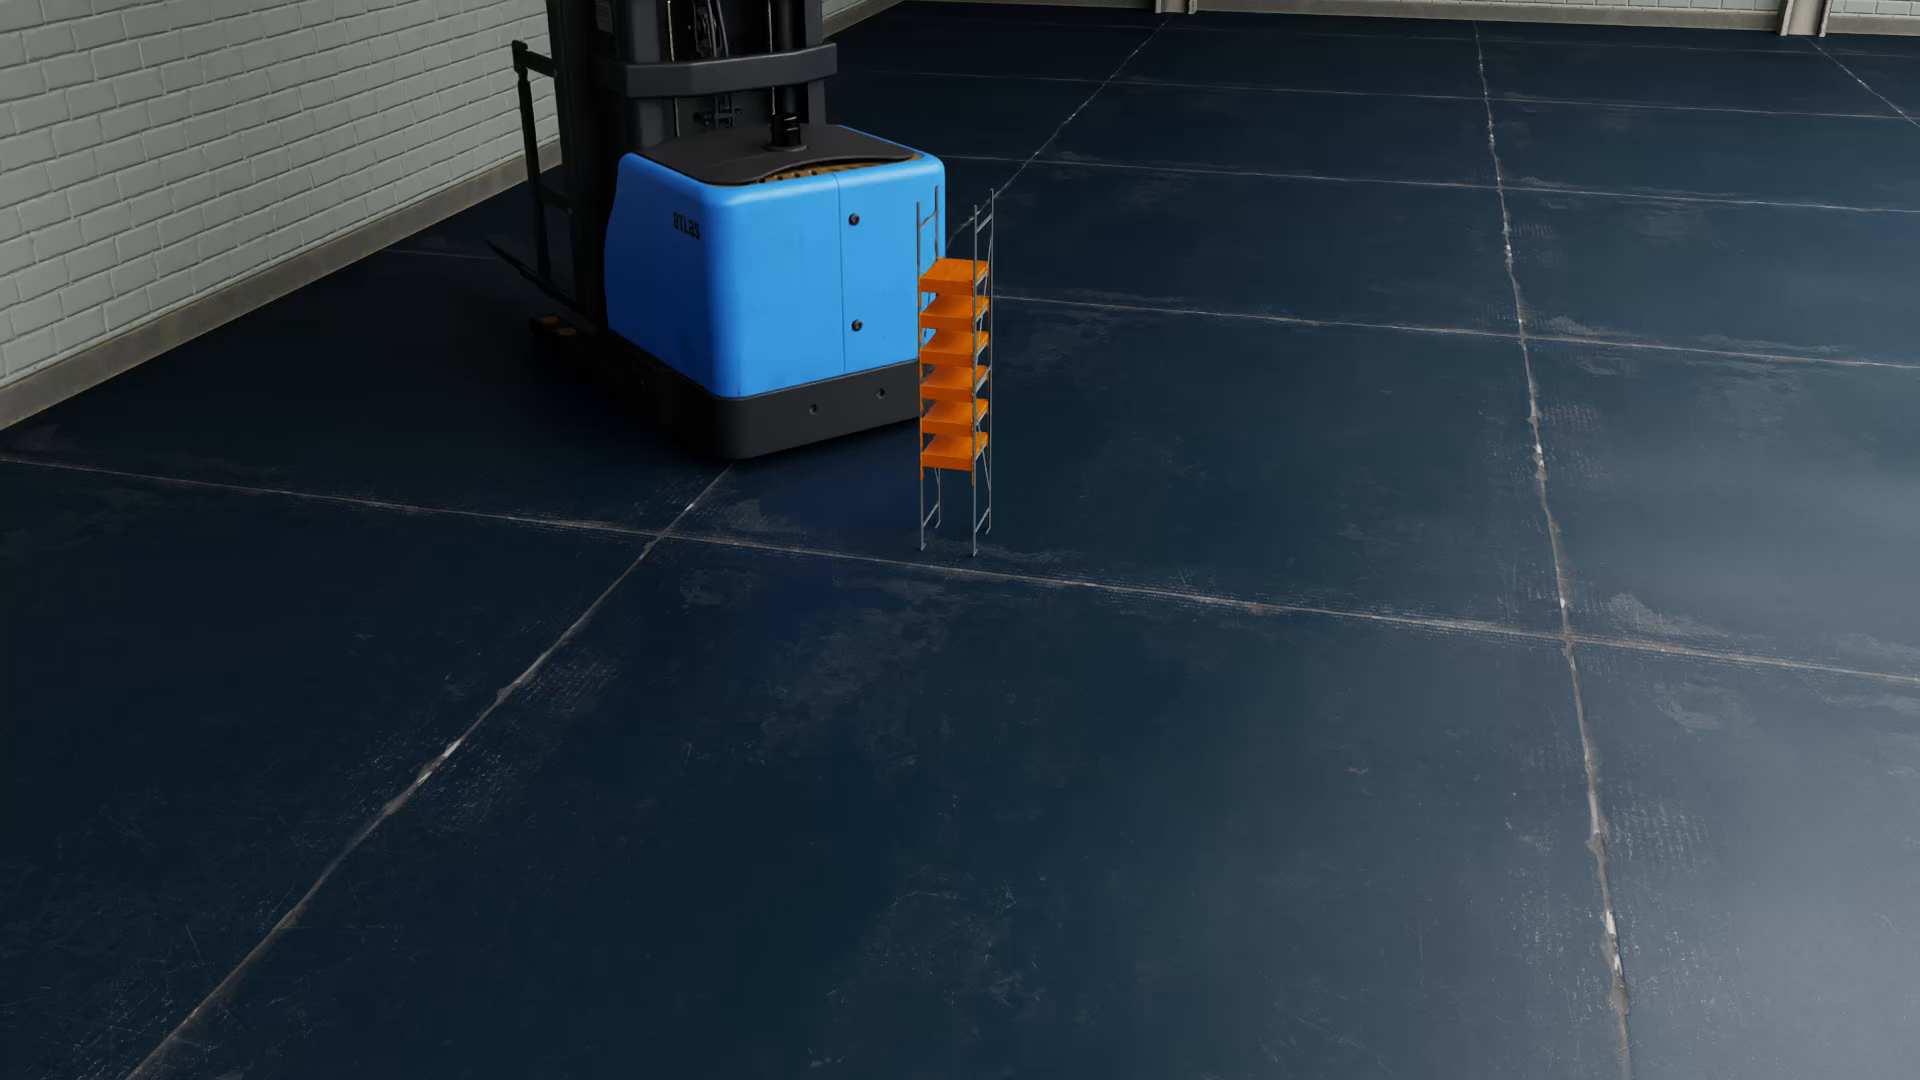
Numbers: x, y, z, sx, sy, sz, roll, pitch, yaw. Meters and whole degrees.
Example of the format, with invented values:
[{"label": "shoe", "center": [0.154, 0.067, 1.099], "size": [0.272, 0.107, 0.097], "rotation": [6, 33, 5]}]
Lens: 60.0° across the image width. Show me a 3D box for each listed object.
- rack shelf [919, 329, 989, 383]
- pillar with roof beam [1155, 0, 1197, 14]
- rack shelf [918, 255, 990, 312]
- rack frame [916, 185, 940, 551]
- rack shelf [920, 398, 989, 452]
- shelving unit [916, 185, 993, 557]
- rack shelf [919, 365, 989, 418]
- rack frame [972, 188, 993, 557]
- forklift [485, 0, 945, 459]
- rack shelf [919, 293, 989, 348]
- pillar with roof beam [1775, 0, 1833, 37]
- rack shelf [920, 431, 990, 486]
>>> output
[{"label": "rack shelf", "center": [-0.014, -0.612, 5.463], "size": [0.180, 0.103, 0.258], "rotation": [6, 26, 13]}, {"label": "pillar with roof beam", "center": [1.175, -7.775, 11.613], "size": [0.400, 9.000, 9.100], "rotation": [6, 26, 13]}, {"label": "rack shelf", "center": [-0.014, -0.828, 5.360], "size": [0.180, 0.103, 0.258], "rotation": [6, 26, 13]}, {"label": "rack frame", "center": [-0.103, -0.553, 5.516], "size": [0.006, 1.200, 0.240], "rotation": [6, 26, 13]}, {"label": "rack shelf", "center": [-0.014, -0.395, 5.566], "size": [0.180, 0.103, 0.258], "rotation": [6, 26, 13]}, {"label": "shelving unit", "center": [-0.014, -0.543, 5.495], "size": [0.189, 1.200, 0.258], "rotation": [6, 26, 13]}, {"label": "rack shelf", "center": [-0.014, -0.503, 5.514], "size": [0.180, 0.103, 0.258], "rotation": [6, 26, 13]}, {"label": "rack frame", "center": [0.075, -0.533, 5.475], "size": [0.006, 1.200, 0.240], "rotation": [6, 26, 13]}, {"label": "forklift", "center": [-1.287, -2.206, 6.973], "size": [1.130, 2.935, 3.031], "rotation": [-16, 30, -31]}, {"label": "rack shelf", "center": [-0.014, -0.720, 5.411], "size": [0.180, 0.103, 0.258], "rotation": [6, 26, 13]}, {"label": "pillar with roof beam", "center": [6.986, -7.133, 10.263], "size": [0.400, 9.000, 9.100], "rotation": [6, 26, 13]}, {"label": "rack shelf", "center": [-0.014, -0.286, 5.618], "size": [0.180, 0.103, 0.258], "rotation": [6, 26, 13]}]
